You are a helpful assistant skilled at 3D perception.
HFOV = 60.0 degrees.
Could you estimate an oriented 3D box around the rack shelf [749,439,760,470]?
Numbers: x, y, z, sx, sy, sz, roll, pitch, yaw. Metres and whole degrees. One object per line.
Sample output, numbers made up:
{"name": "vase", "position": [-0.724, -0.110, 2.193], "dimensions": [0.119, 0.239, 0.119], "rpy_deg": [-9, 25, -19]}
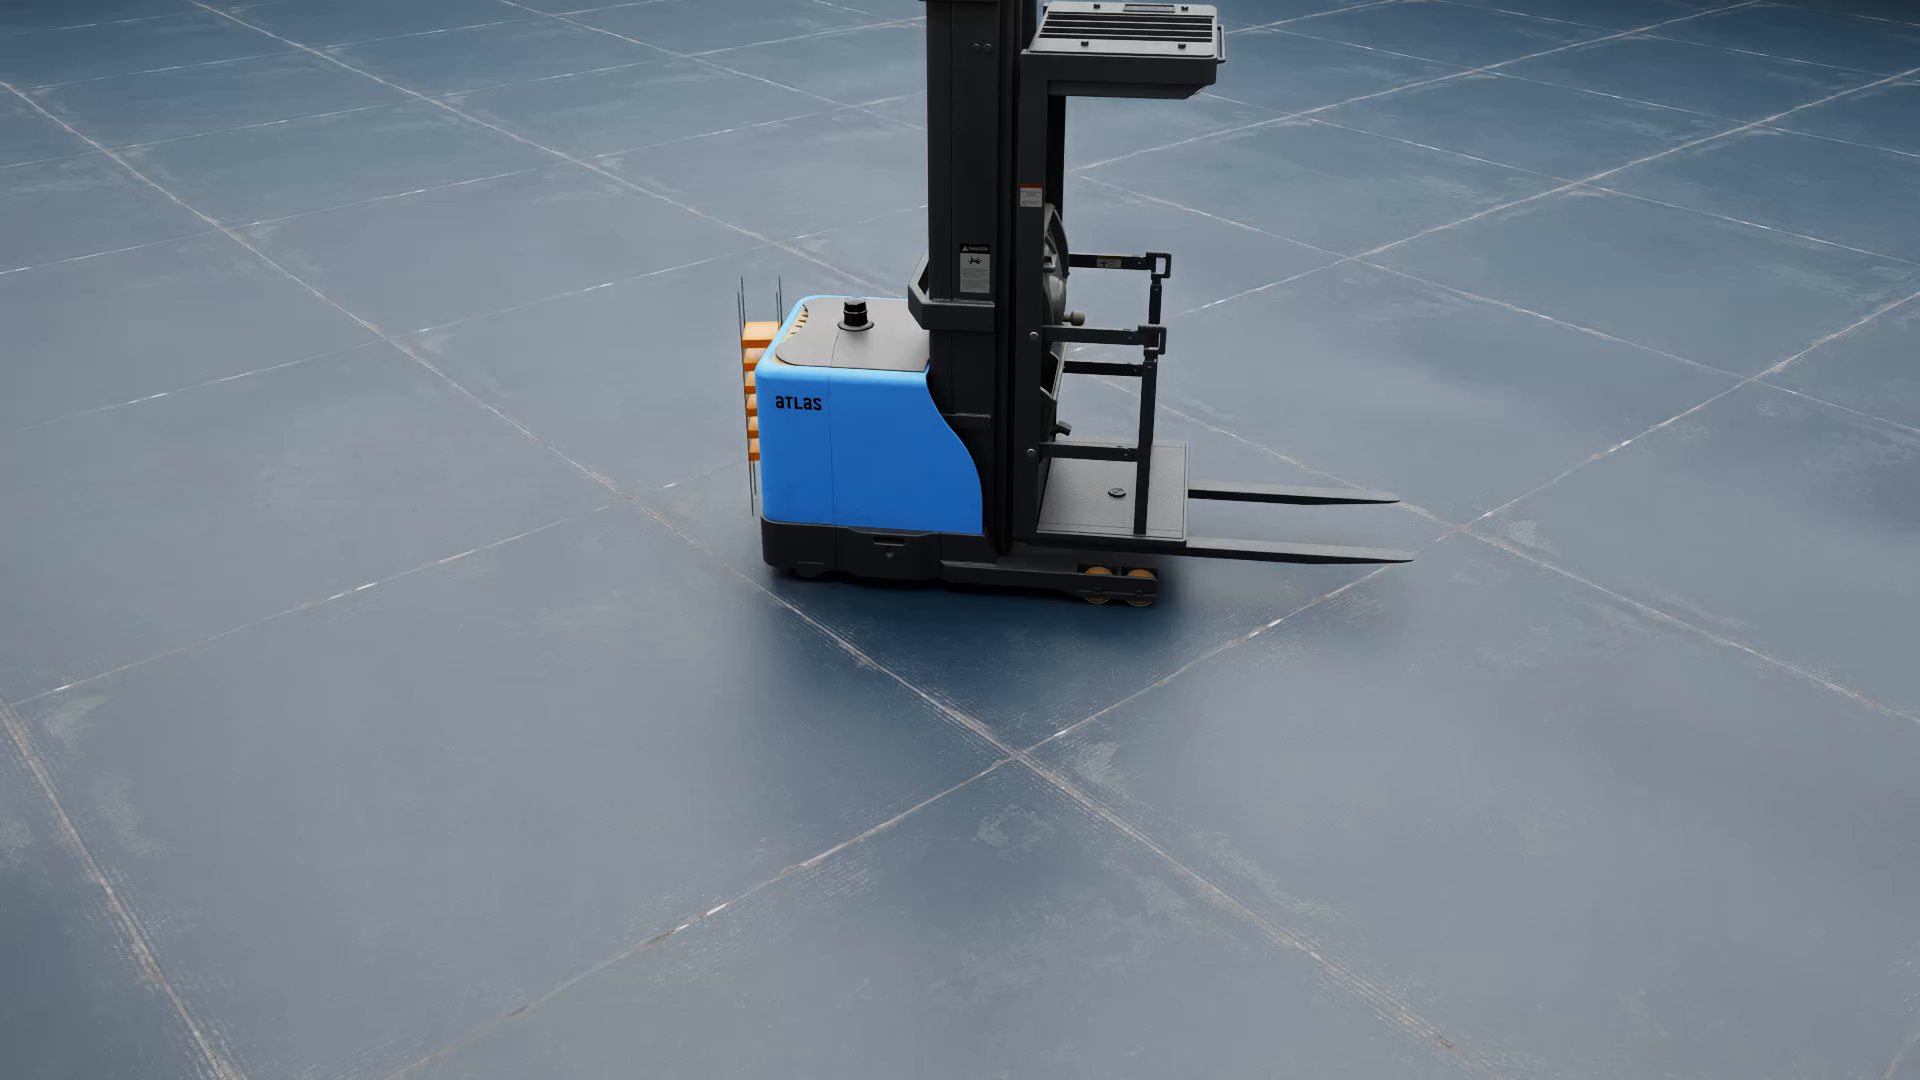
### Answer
{"name": "rack shelf", "position": [-0.969, -0.455, 8.433], "dimensions": [0.180, 0.103, 0.258], "rpy_deg": [-1, 28, -2]}

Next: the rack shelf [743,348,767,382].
{"name": "rack shelf", "position": [-0.969, -0.879, 8.206], "dimensions": [0.180, 0.103, 0.258], "rpy_deg": [-1, 28, -2]}

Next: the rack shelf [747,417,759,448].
{"name": "rack shelf", "position": [-0.969, -0.561, 8.376], "dimensions": [0.180, 0.103, 0.258], "rpy_deg": [-1, 28, -2]}

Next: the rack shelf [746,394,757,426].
{"name": "rack shelf", "position": [-0.969, -0.667, 8.320], "dimensions": [0.180, 0.103, 0.258], "rpy_deg": [-1, 28, -2]}

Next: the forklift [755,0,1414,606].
{"name": "forklift", "position": [0.618, -1.254, 7.486], "dimensions": [3.031, 2.935, 1.130], "rpy_deg": [4, 28, 7]}

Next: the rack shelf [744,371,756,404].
{"name": "rack shelf", "position": [-0.969, -0.773, 8.263], "dimensions": [0.180, 0.103, 0.258], "rpy_deg": [-1, 28, -2]}

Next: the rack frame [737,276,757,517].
{"name": "rack frame", "position": [-1.060, -0.705, 8.295], "dimensions": [0.006, 1.200, 0.240], "rpy_deg": [-1, 28, -2]}

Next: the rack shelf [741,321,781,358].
{"name": "rack shelf", "position": [-0.969, -0.985, 8.150], "dimensions": [0.180, 0.103, 0.258], "rpy_deg": [-1, 28, -2]}

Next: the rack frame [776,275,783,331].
{"name": "rack frame", "position": [-0.877, -0.708, 8.302], "dimensions": [0.006, 1.200, 0.240], "rpy_deg": [-1, 28, -2]}

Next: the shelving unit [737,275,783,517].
{"name": "shelving unit", "position": [-0.969, -0.706, 8.299], "dimensions": [0.189, 1.200, 0.258], "rpy_deg": [-1, 28, -2]}
